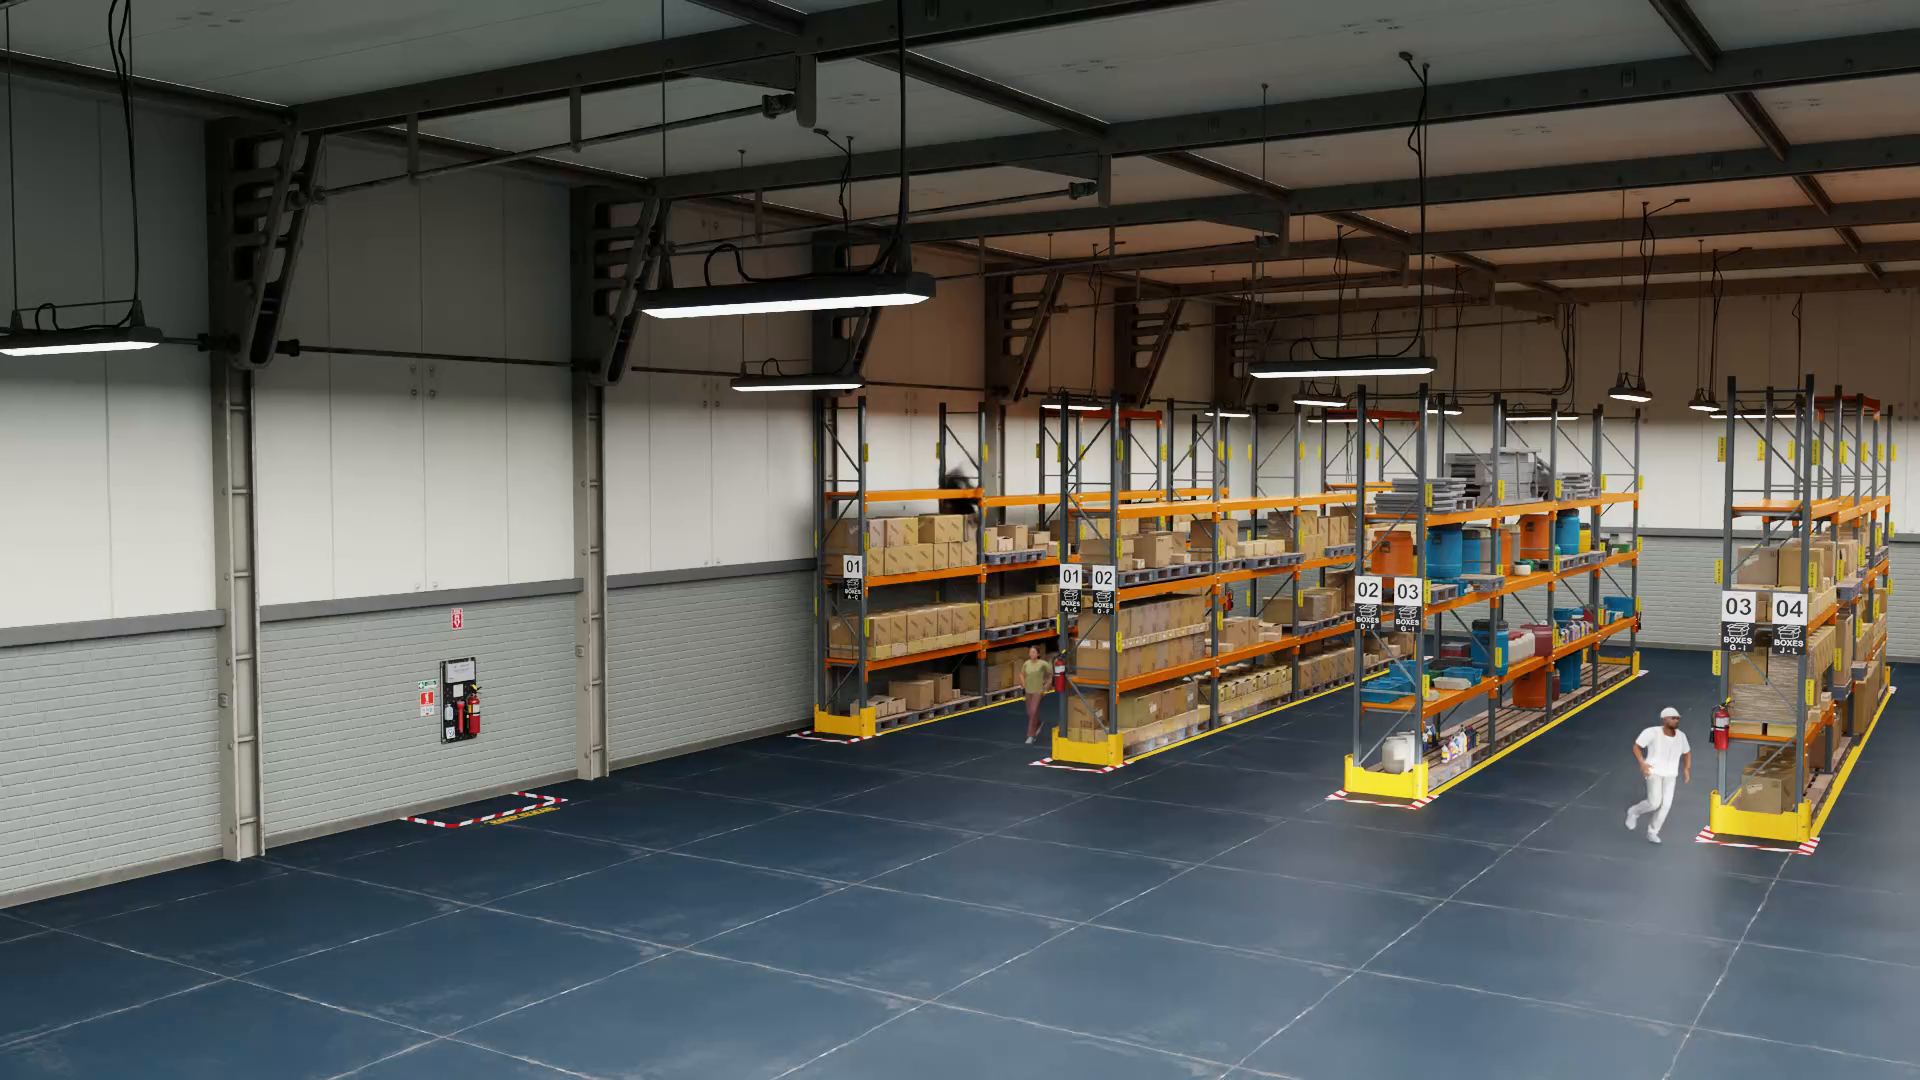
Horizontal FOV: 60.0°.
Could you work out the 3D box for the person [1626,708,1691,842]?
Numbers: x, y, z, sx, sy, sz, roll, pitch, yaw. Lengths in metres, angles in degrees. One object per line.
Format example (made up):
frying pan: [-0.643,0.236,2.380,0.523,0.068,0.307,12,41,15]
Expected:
person: [9.107,3.019,21.562,0.753,1.704,0.611,0,3,-7]

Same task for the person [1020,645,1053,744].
person: [1.320,2.658,28.867,0.599,1.677,0.817,2,3,27]
